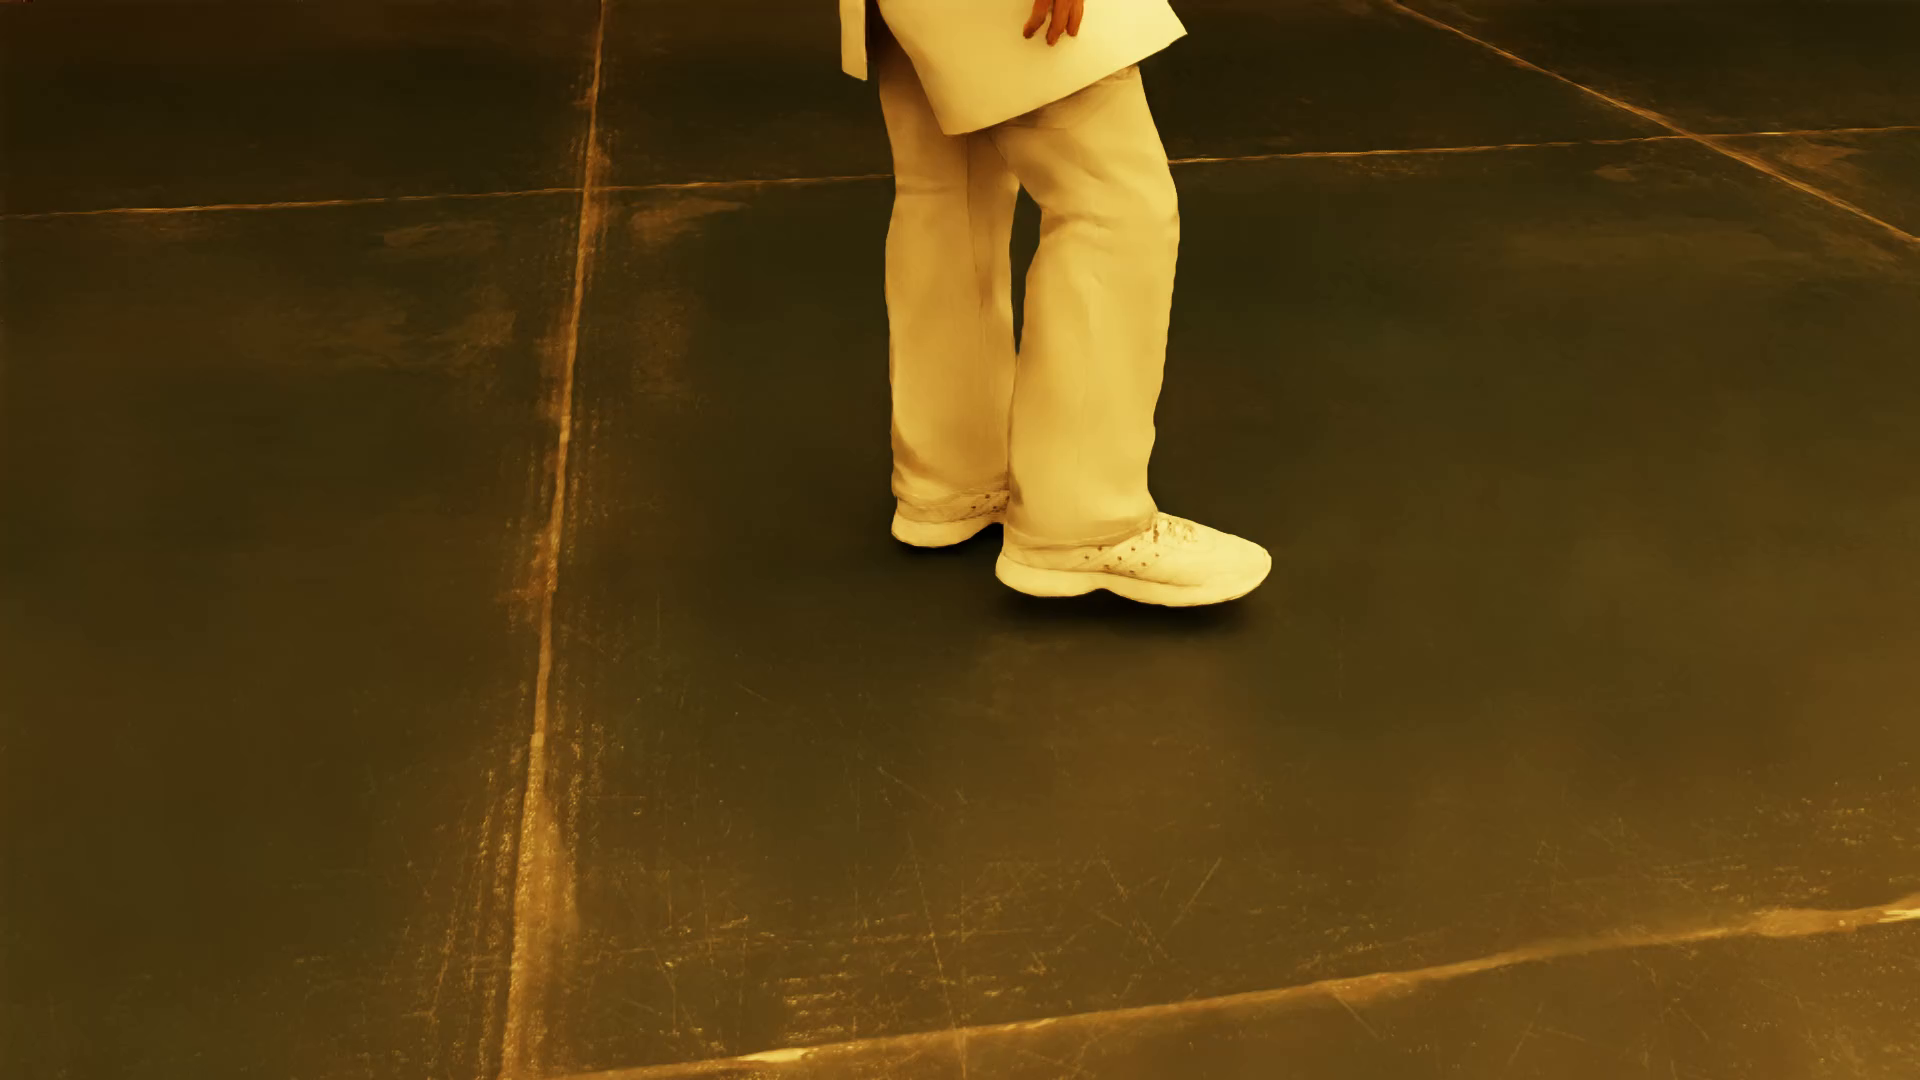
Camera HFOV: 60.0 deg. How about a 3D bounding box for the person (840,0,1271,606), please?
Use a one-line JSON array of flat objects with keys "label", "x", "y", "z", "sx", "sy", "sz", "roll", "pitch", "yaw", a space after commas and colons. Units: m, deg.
[{"label": "person", "x": 0.088, "y": -0.798, "z": 2.089, "sx": 0.586, "sy": 1.775, "sz": 0.694, "roll": -5, "pitch": 28, "yaw": -9}]
